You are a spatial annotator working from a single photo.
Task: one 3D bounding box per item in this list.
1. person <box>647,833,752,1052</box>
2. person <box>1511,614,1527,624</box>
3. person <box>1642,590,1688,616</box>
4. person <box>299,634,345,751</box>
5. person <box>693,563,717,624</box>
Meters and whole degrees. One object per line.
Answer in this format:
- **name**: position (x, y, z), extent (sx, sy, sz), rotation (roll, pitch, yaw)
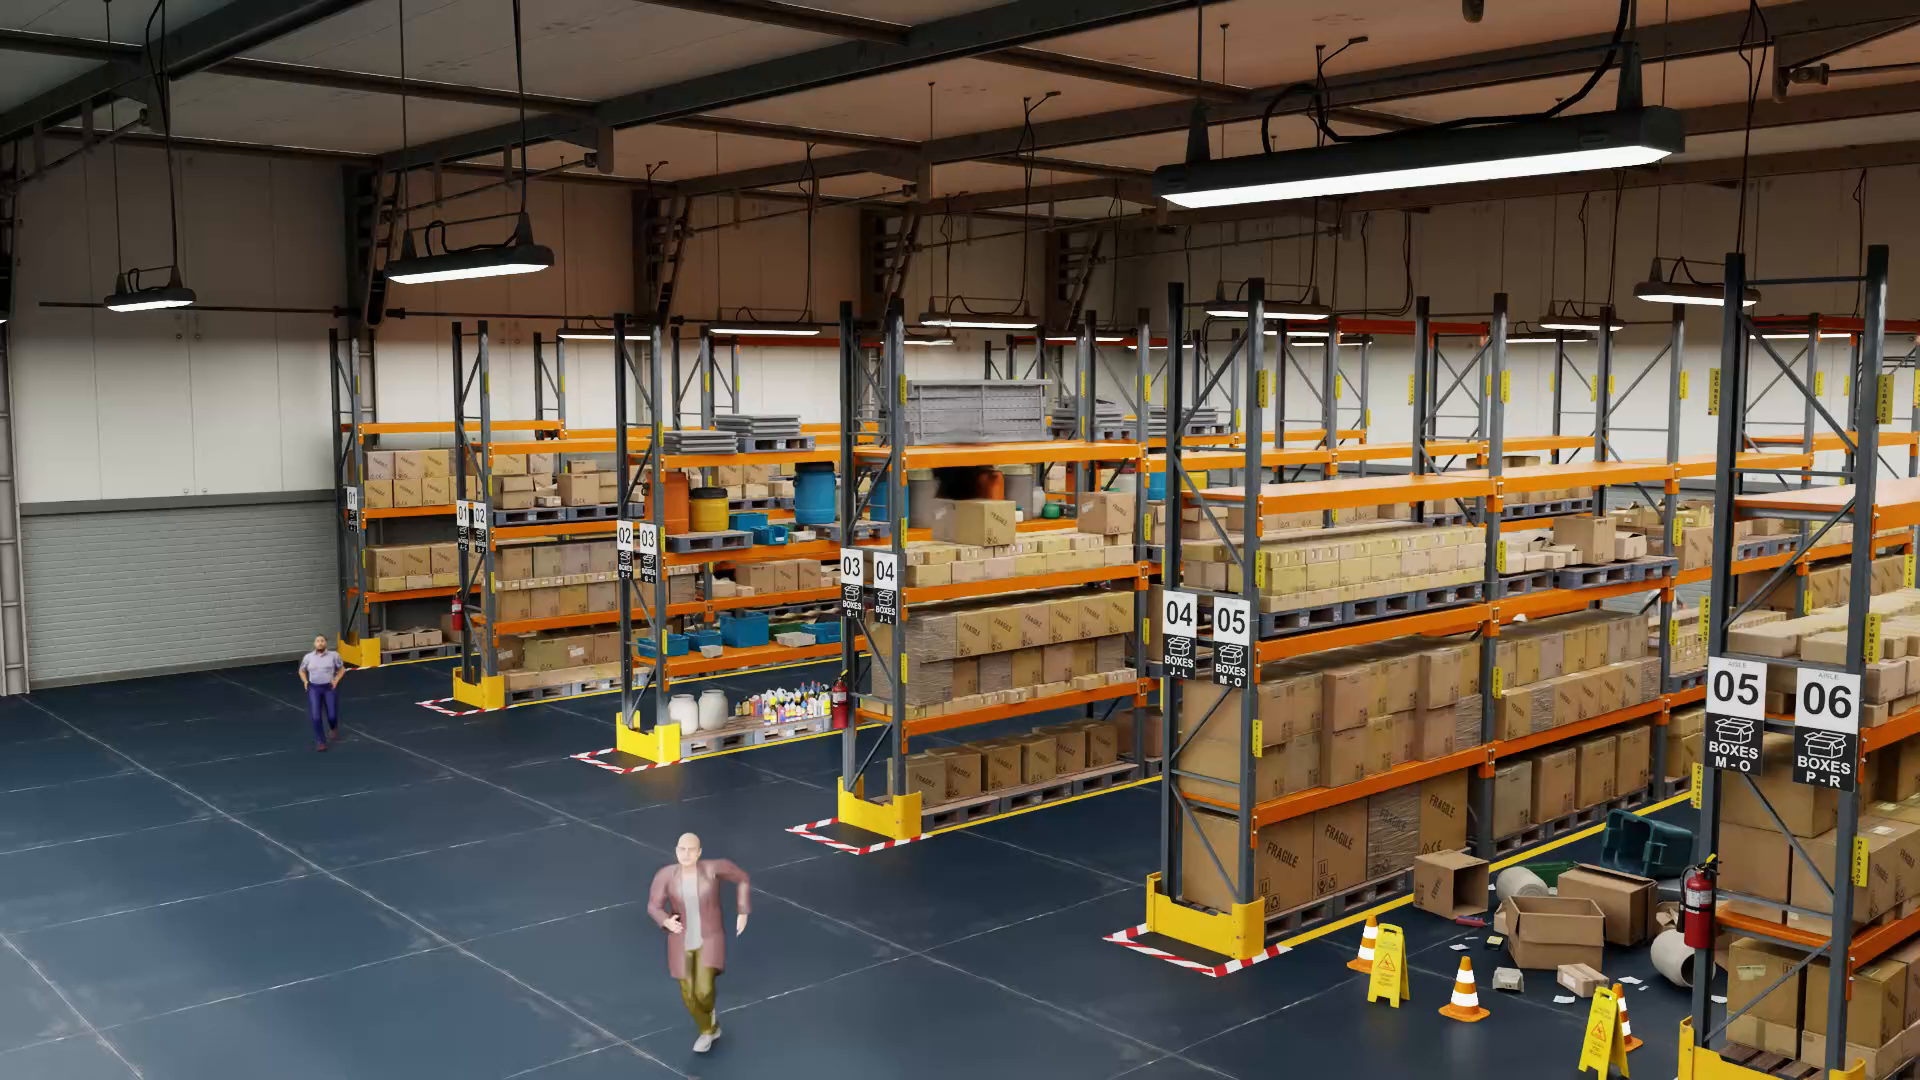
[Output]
- **person**: position (-1.981, 3.062, 12.574), extent (0.761, 1.728, 0.723), rotation (0, 6, 1)
- **person**: position (8.126, 1.929, 24.236), extent (0.716, 1.727, 0.582), rotation (5, 7, 39)
- **person**: position (12.231, 1.458, 28.885), extent (0.770, 1.743, 0.623), rotation (0, 6, 5)
- **person**: position (-8.852, 2.098, 23.081), extent (0.605, 1.583, 0.579), rotation (-2, 6, -17)
- **person**: position (-4.842, 1.230, 31.715), extent (0.510, 1.642, 0.733), rotation (5, 7, 41)
